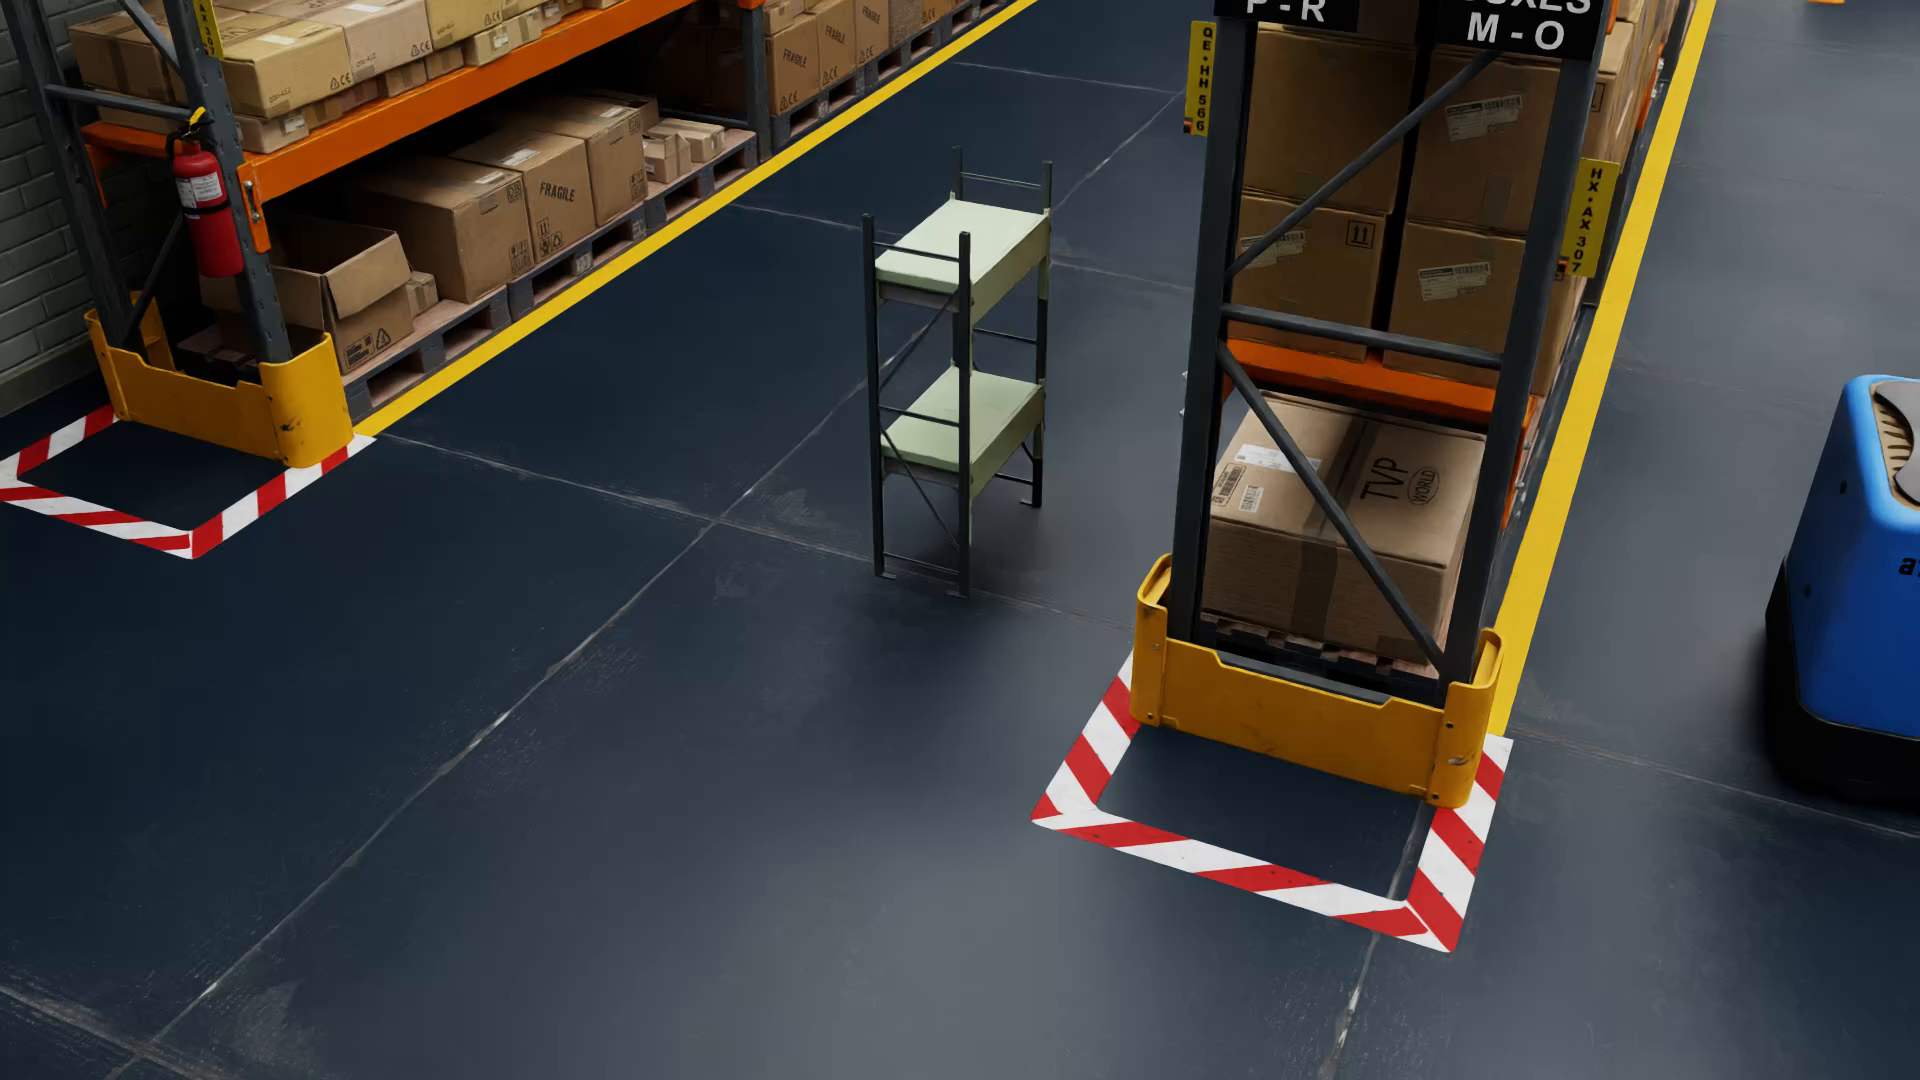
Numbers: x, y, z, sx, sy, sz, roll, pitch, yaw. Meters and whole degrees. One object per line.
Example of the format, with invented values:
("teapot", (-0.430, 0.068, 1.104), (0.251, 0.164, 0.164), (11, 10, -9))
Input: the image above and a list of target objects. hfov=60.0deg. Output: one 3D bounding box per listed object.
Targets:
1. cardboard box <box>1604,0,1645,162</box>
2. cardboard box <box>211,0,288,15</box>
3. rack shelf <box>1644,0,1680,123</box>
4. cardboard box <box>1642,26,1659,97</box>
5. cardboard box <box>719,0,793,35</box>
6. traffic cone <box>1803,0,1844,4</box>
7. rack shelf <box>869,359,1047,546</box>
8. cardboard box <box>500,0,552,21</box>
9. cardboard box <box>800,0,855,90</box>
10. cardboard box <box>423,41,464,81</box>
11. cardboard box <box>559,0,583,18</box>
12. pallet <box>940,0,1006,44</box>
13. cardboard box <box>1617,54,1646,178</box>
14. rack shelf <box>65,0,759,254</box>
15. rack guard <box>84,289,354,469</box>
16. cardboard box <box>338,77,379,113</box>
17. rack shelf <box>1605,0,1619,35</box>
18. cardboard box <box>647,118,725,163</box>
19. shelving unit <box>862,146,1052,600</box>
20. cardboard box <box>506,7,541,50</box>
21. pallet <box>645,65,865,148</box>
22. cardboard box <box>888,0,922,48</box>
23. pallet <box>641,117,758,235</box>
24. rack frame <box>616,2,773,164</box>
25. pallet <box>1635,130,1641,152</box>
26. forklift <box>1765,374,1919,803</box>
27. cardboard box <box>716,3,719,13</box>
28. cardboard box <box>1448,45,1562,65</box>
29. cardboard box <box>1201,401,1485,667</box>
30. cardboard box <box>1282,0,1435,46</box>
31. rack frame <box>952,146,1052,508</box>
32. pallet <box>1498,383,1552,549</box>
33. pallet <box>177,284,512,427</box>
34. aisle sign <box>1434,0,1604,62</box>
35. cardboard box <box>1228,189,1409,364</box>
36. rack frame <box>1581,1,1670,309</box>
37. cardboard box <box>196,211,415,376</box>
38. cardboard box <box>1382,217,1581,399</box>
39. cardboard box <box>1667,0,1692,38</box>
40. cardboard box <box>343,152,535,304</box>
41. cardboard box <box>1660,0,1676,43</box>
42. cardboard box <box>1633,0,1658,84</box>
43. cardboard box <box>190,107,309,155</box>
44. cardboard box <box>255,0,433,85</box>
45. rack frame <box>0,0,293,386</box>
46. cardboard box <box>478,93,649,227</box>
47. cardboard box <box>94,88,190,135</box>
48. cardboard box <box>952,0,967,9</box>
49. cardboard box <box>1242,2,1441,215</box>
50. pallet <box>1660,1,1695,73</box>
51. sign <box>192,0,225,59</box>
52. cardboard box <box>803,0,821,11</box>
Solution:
("cardboard box", (1.854, -1.490, 5.284), (0.500, 0.500, 0.500), (13, 35, 19))
("cardboard box", (-3.157, -2.343, 7.453), (0.500, 0.250, 0.500), (14, 36, 21))
("rack shelf", (3.695, -3.285, 9.681), (1.077, 0.370, 4.000), (14, 36, 20))
("cardboard box", (2.686, -2.085, 7.102), (0.500, 0.500, 0.500), (13, 36, 19))
("cardboard box", (-1.260, -3.246, 10.270), (0.380, 0.149, 0.250), (16, 36, 23))
("traffic cone", (6.958, -4.575, 13.305), (0.336, 0.463, 0.334), (14, 36, 20))
("rack shelf", (0.003, -0.358, 6.523), (0.431, 0.370, 0.720), (14, 36, 20))
("cardboard box", (-2.277, -2.724, 8.035), (0.500, 0.250, 0.500), (13, 36, 19))
("cardboard box", (-1.031, -3.314, 10.965), (0.500, 0.500, 0.500), (14, 36, 20))
("cardboard box", (-2.529, -2.252, 7.678), (0.380, 0.149, 0.250), (15, 36, 21))
("cardboard box", (-2.157, -2.774, 8.475), (0.380, 0.149, 0.250), (15, 36, 21))
("pallet", (-0.325, -4.190, 12.947), (1.003, 0.211, 1.213), (14, 36, 20))
("cardboard box", (2.256, -1.574, 6.323), (0.500, 0.500, 0.500), (15, 36, 22))
("rack shelf", (-2.489, -2.430, 8.376), (1.077, 0.370, 4.000), (14, 36, 20))
("rack guard", (-3.294, -0.727, 7.403), (1.175, 0.500, 0.348), (14, 36, 20))
("cardboard box", (-2.796, -2.006, 7.303), (0.380, 0.149, 0.250), (14, 36, 20))
("rack shelf", (2.021, -2.547, 5.820), (1.077, 0.370, 4.000), (14, 36, 20))
("cardboard box", (-1.618, -2.365, 9.839), (0.380, 0.149, 0.250), (13, 35, 19))
("shelving unit", (0.003, -0.631, 6.344), (0.431, 1.500, 0.755), (14, 36, 20))
("cardboard box", (-2.263, -2.496, 8.051), (0.380, 0.149, 0.250), (15, 36, 22))
("pallet", (-1.346, -2.974, 11.094), (1.003, 0.211, 1.213), (14, 36, 20))
("cardboard box", (-0.596, -3.818, 11.734), (0.500, 0.500, 0.500), (13, 35, 19))
("pallet", (-1.940, -2.219, 9.941), (1.003, 0.211, 1.213), (14, 36, 20))
("rack frame", (-1.652, -3.727, 9.698), (1.000, 3.000, 0.127), (14, 36, 20))
("pallet", (3.621, -2.435, 10.271), (1.003, 0.211, 1.213), (14, 36, 20))
("forklift", (4.286, -0.391, 4.673), (3.031, 2.935, 1.130), (11, 35, 16))
("cardboard box", (-1.655, -3.510, 10.673), (0.380, 0.149, 0.250), (14, 36, 21))
("cardboard box", (1.584, -1.442, 4.619), (0.380, 0.149, 0.250), (15, 36, 21))
("cardboard box", (1.370, -0.053, 6.050), (0.875, 0.438, 0.875), (13, 35, 19))
("cardboard box", (1.153, -1.554, 4.789), (0.380, 0.149, 0.250), (15, 36, 21))
("rack frame", (0.156, -0.813, 6.622), (0.400, 1.500, 0.023), (14, 36, 20))
("pallet", (1.960, -0.453, 7.249), (1.003, 0.211, 1.213), (14, 36, 20))
("pallet", (-2.961, -1.003, 8.088), (1.003, 0.211, 1.213), (14, 36, 20))
("aisle sign", (1.418, -1.582, 4.057), (0.394, 0.787, 0.004), (14, 36, 20))
("cardboard box", (1.146, -0.940, 5.358), (0.500, 0.500, 0.500), (14, 36, 21))
("rack frame", (2.858, -2.590, 7.964), (1.000, 3.000, 0.127), (14, 36, 20))
("cardboard box", (-2.984, -1.149, 7.661), (0.797, 0.503, 0.637), (13, 35, 19))
("cardboard box", (1.646, -0.813, 5.163), (0.500, 0.500, 0.500), (14, 36, 20))
("cardboard box", (4.777, -3.938, 12.033), (0.950, 0.372, 0.625), (12, 35, 17))
("cardboard box", (-2.591, -1.565, 8.297), (0.700, 0.500, 0.500), (16, 36, 22))
("cardboard box", (3.282, -2.686, 8.247), (0.500, 0.250, 0.500), (13, 36, 19))
("cardboard box", (2.270, -1.997, 6.057), (0.500, 0.500, 0.500), (14, 36, 21))
("cardboard box", (-2.939, -1.730, 6.882), (0.380, 0.149, 0.250), (14, 36, 20))
("cardboard box", (-2.680, -2.212, 7.253), (0.500, 0.250, 0.500), (15, 36, 21))
("rack frame", (-3.326, -1.735, 6.660), (1.000, 3.000, 0.127), (14, 36, 20))
("cardboard box", (-2.156, -2.082, 9.086), (0.700, 0.500, 0.500), (13, 35, 19))
("cardboard box", (-3.431, -1.856, 7.074), (0.380, 0.149, 0.250), (14, 36, 20))
("cardboard box", (-0.179, -4.342, 12.534), (0.500, 0.500, 0.500), (14, 36, 20))
("cardboard box", (1.170, -1.352, 5.074), (0.500, 0.500, 0.500), (15, 36, 22))
("pallet", (4.860, -3.805, 12.360), (1.003, 0.211, 1.213), (14, 36, 20))
("sign", (-2.833, -1.972, 6.233), (0.100, 0.325, 0.005), (14, 36, 20))
("cardboard box", (-1.118, -3.532, 10.706), (0.380, 0.149, 0.250), (12, 35, 18))
